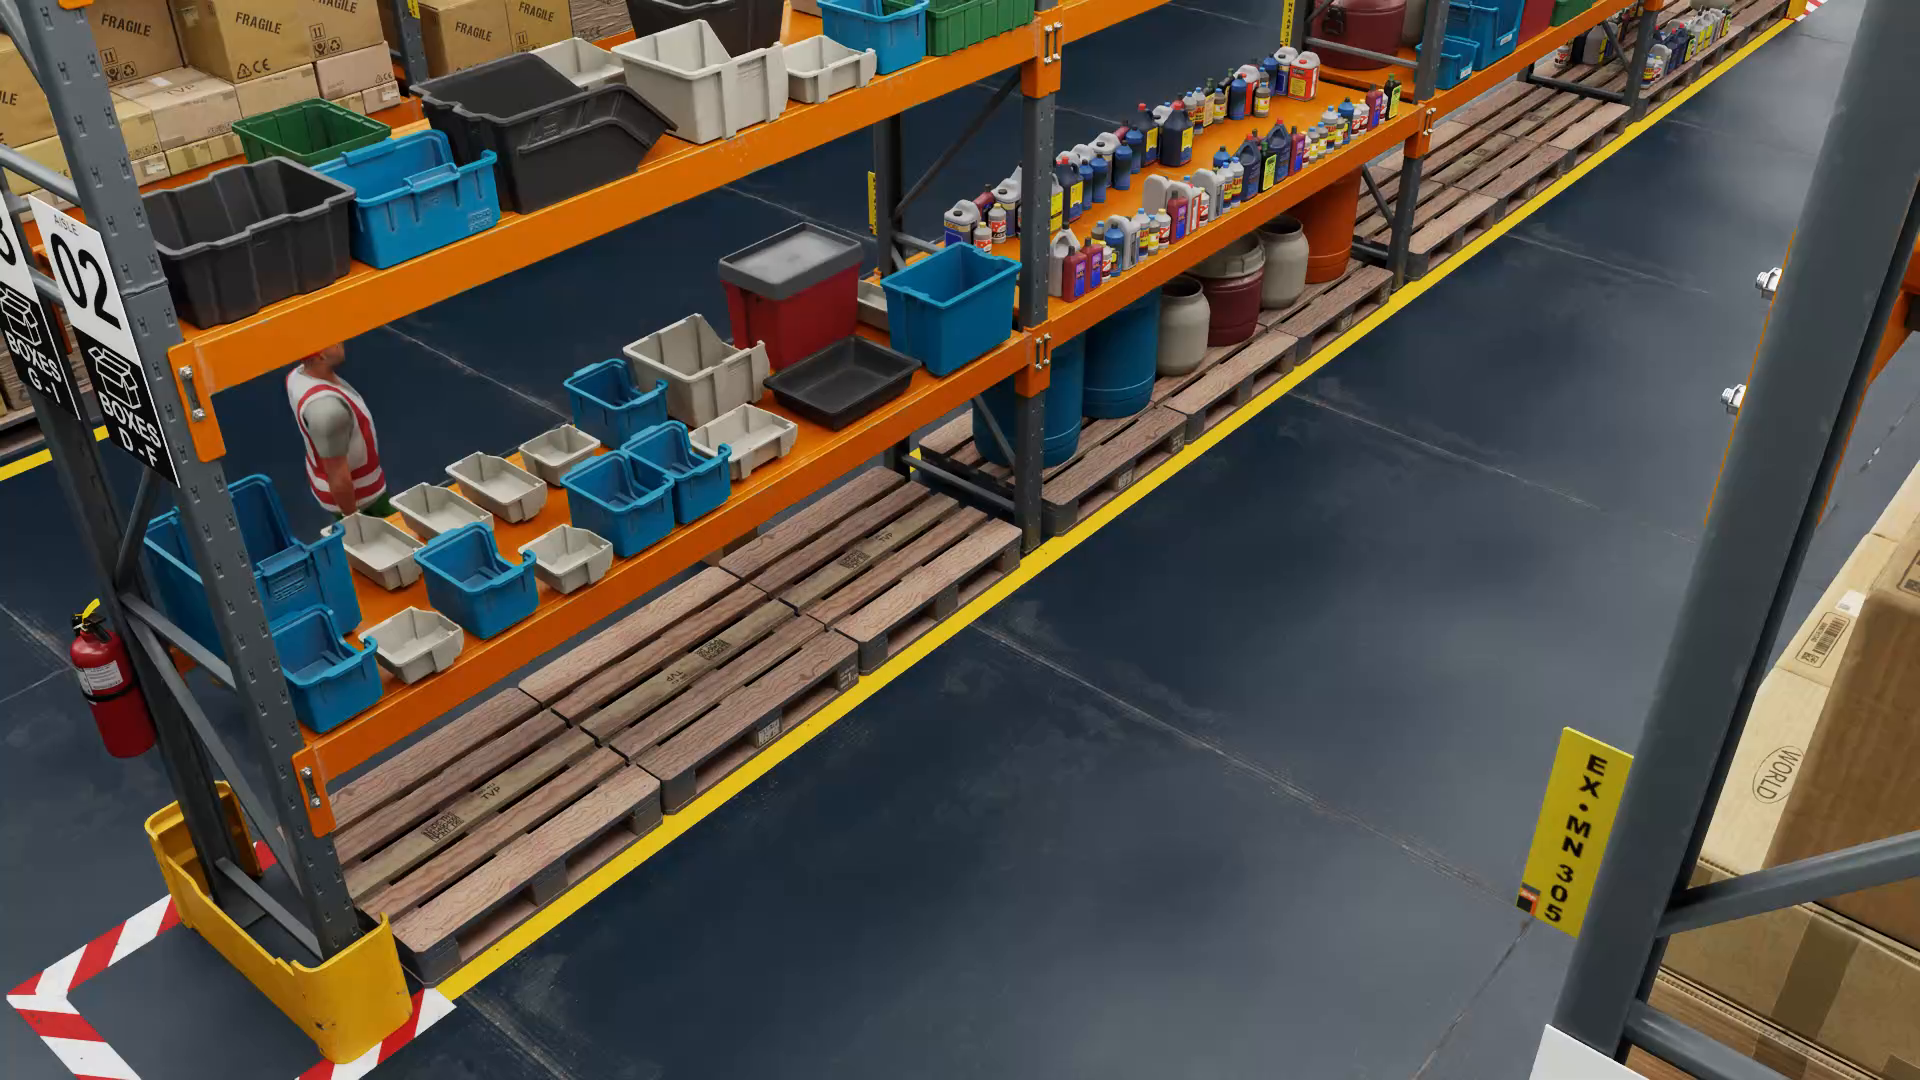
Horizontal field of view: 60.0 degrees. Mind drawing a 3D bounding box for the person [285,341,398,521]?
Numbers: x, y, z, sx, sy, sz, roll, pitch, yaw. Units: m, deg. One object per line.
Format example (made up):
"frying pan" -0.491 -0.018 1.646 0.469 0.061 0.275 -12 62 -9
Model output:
"person" -2.753 -0.202 7.457 0.510 1.783 0.575 -18 38 -24
